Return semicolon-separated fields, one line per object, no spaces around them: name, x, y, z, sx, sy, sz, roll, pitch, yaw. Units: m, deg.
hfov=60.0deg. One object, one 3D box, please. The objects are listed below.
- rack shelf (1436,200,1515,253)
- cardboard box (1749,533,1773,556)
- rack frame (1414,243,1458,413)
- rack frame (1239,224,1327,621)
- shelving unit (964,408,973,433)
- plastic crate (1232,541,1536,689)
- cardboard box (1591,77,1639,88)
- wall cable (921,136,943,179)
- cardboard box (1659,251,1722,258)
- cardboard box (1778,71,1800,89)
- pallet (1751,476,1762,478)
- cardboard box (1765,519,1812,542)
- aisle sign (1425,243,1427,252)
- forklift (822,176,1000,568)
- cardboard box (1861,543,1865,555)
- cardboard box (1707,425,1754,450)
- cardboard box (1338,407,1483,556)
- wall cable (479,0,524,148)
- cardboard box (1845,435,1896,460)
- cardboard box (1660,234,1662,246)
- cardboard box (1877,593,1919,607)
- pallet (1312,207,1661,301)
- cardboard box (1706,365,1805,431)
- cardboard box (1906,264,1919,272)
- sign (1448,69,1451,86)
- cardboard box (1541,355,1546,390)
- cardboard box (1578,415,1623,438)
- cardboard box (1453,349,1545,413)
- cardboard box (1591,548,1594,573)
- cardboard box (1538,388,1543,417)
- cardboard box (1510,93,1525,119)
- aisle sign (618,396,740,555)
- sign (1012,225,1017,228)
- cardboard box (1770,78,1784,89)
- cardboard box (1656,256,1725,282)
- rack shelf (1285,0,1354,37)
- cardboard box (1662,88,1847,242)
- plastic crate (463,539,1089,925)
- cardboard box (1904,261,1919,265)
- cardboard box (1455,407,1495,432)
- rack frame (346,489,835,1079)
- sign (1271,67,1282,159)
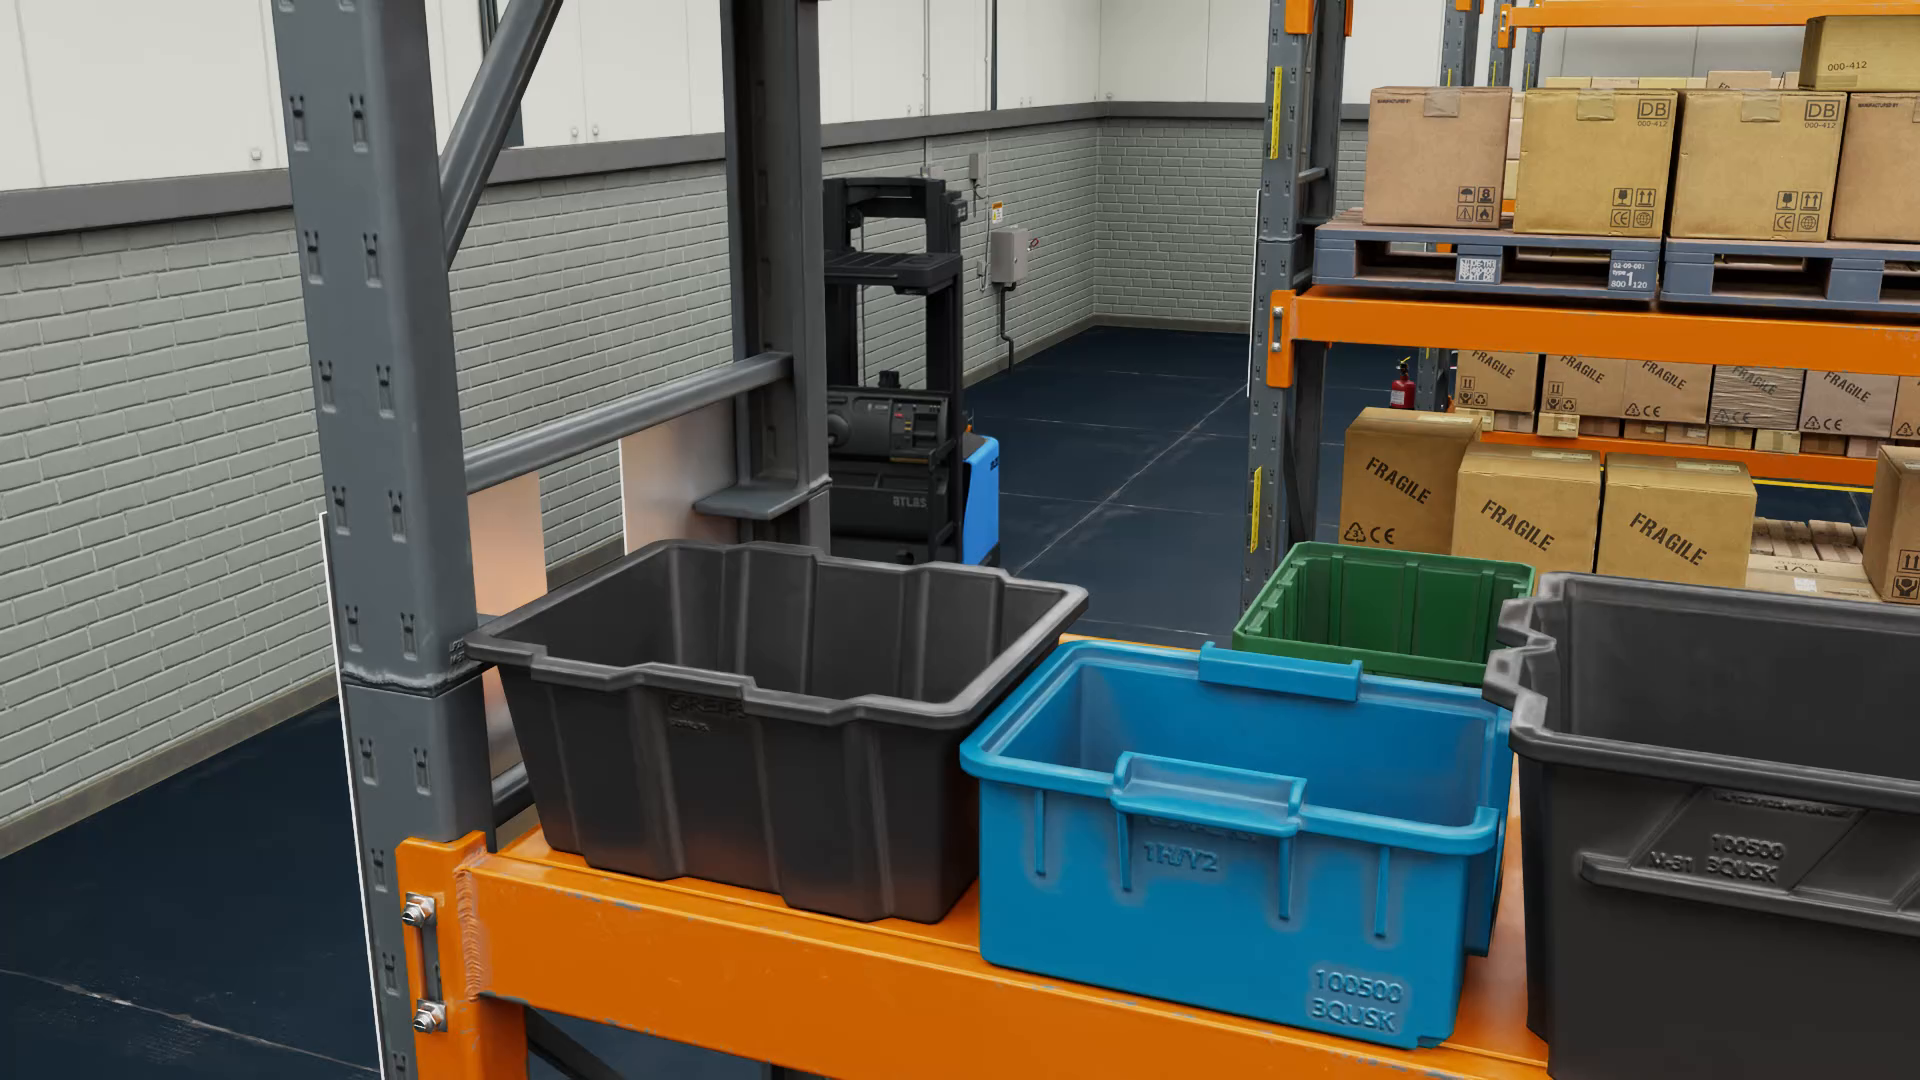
rack shelf;5.141;-1.973;10.501;4.000;0.370;1.077;6;17;21
cardboard box;5.144;0.071;10.842;0.250;0.149;0.380;6;17;21
rack frame;3.281;-1.083;11.524;0.127;3.000;1.000;6;17;21
rack frame;1.367;0.193;7.128;0.127;3.000;1.000;6;17;21
shelving unit;-0.050;-0.510;13.046;0.252;1.050;0.215;6;17;21
plastic crate;0.572;0.166;2.222;0.336;0.188;0.450;6;17;21
cardboard box;7.608;-5.249;19.332;0.500;0.250;0.500;6;17;20
wall cable;-0.251;-3.451;17.802;0.123;1.953;0.585;6;17;21
cardboard box;4.756;-1.669;11.036;0.500;0.500;0.500;7;18;23
cardboard box;7.458;-3.837;14.513;0.637;0.503;0.797;8;18;25
pallet;6.907;-0.851;15.727;1.213;0.211;1.003;6;17;21
cardboard box;5.528;-0.012;11.128;0.250;0.149;0.380;6;17;18
aisle sign;3.103;-2.261;10.919;0.004;0.787;0.394;6;17;21
forklift;-0.583;-0.757;10.524;1.130;2.935;3.031;4;17;14
cardboard box;5.876;0.153;10.560;0.250;0.149;0.380;7;18;22
cardboard box;4.932;-0.698;10.648;0.250;0.149;0.380;7;18;23
cardboard box;1.917;-0.256;7.066;0.500;0.500;0.500;7;17;21
wall cable;-2.628;-5.705;10.915;0.120;5.999;2.277;6;17;21
cardboard box;5.650;-0.615;10.364;0.250;0.149;0.380;5;17;18
cardboard box;6.310;-2.681;15.054;0.500;0.500;0.500;6;17;20
cardboard box;3.802;0.312;6.455;0.500;0.250;0.500;7;17;22
pallet;2.061;-1.132;6.470;1.213;0.211;1.003;6;17;21
cardboard box;5.032;-1.004;10.539;0.500;0.500;0.500;6;17;19
cardboard box;5.983;-1.374;10.021;0.500;0.500;0.500;6;17;19
sign;3.082;-2.802;10.499;0.005;0.325;0.100;6;17;21
cardboard box;3.793;-1.295;11.540;0.500;0.500;0.500;7;17;22
cardboard box;4.236;-0.796;10.987;0.250;0.149;0.380;7;18;23
cardboard box;3.597;-1.156;11.063;0.500;0.500;0.500;7;18;23
cardboard box;2.387;0.155;6.995;0.500;0.250;0.500;6;17;20
cardboard box;4.144;-0.945;11.500;0.250;0.149;0.380;6;17;20
cardboard box;3.499;-2.791;10.684;0.250;0.149;0.380;6;17;20
aisle sign;-0.410;0.146;2.628;0.004;0.787;0.394;6;17;21
sign;0.644;-3.581;20.300;0.001;0.494;0.329;6;17;21
cardboard box;9.040;-5.100;18.819;0.500;0.250;0.500;7;17;22
cardboard box;4.549;-1.530;10.558;0.500;0.500;0.500;6;17;19
rack shelf;3.228;-1.946;5.743;4.000;0.370;1.077;6;17;21
cardboard box;2.848;-1.377;6.043;0.500;0.500;0.700;5;17;17
plastic crate;-0.194;0.212;1.919;0.590;0.269;0.497;6;17;21
cardboard box;6.184;-1.503;10.465;0.500;0.500;0.500;6;17;19
cardboard box;3.462;-0.844;11.152;0.250;0.149;0.380;6;17;20
rack frame;-0.450;1.478;2.703;0.127;3.000;1.000;6;17;21
sign;1.158;-1.562;6.083;0.005;0.325;0.100;6;17;21
